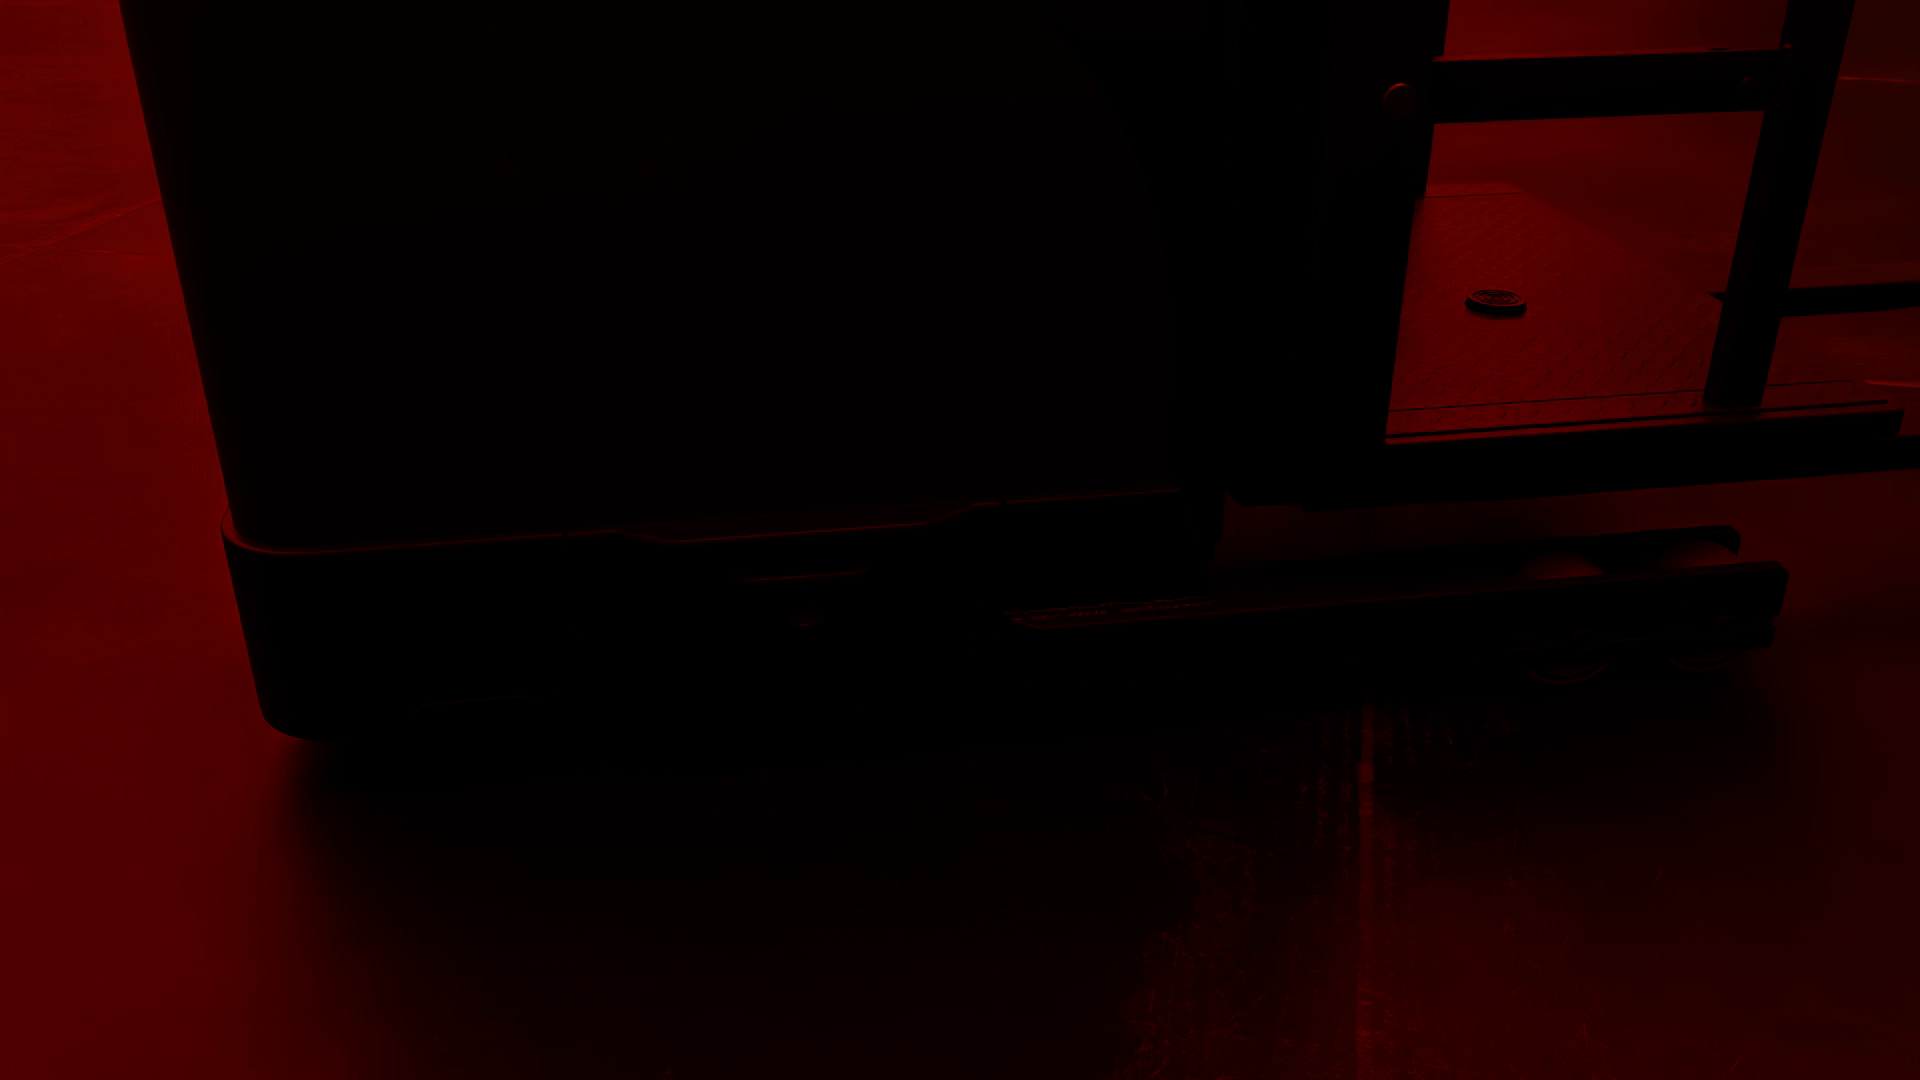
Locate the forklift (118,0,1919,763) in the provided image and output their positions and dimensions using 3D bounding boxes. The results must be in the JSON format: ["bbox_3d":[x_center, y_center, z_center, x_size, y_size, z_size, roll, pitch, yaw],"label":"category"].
[{"bbox_3d":[0.600,-1.354,1.930,3.031,2.935,1.130,-4,27,-9],"label":"forklift"}]
